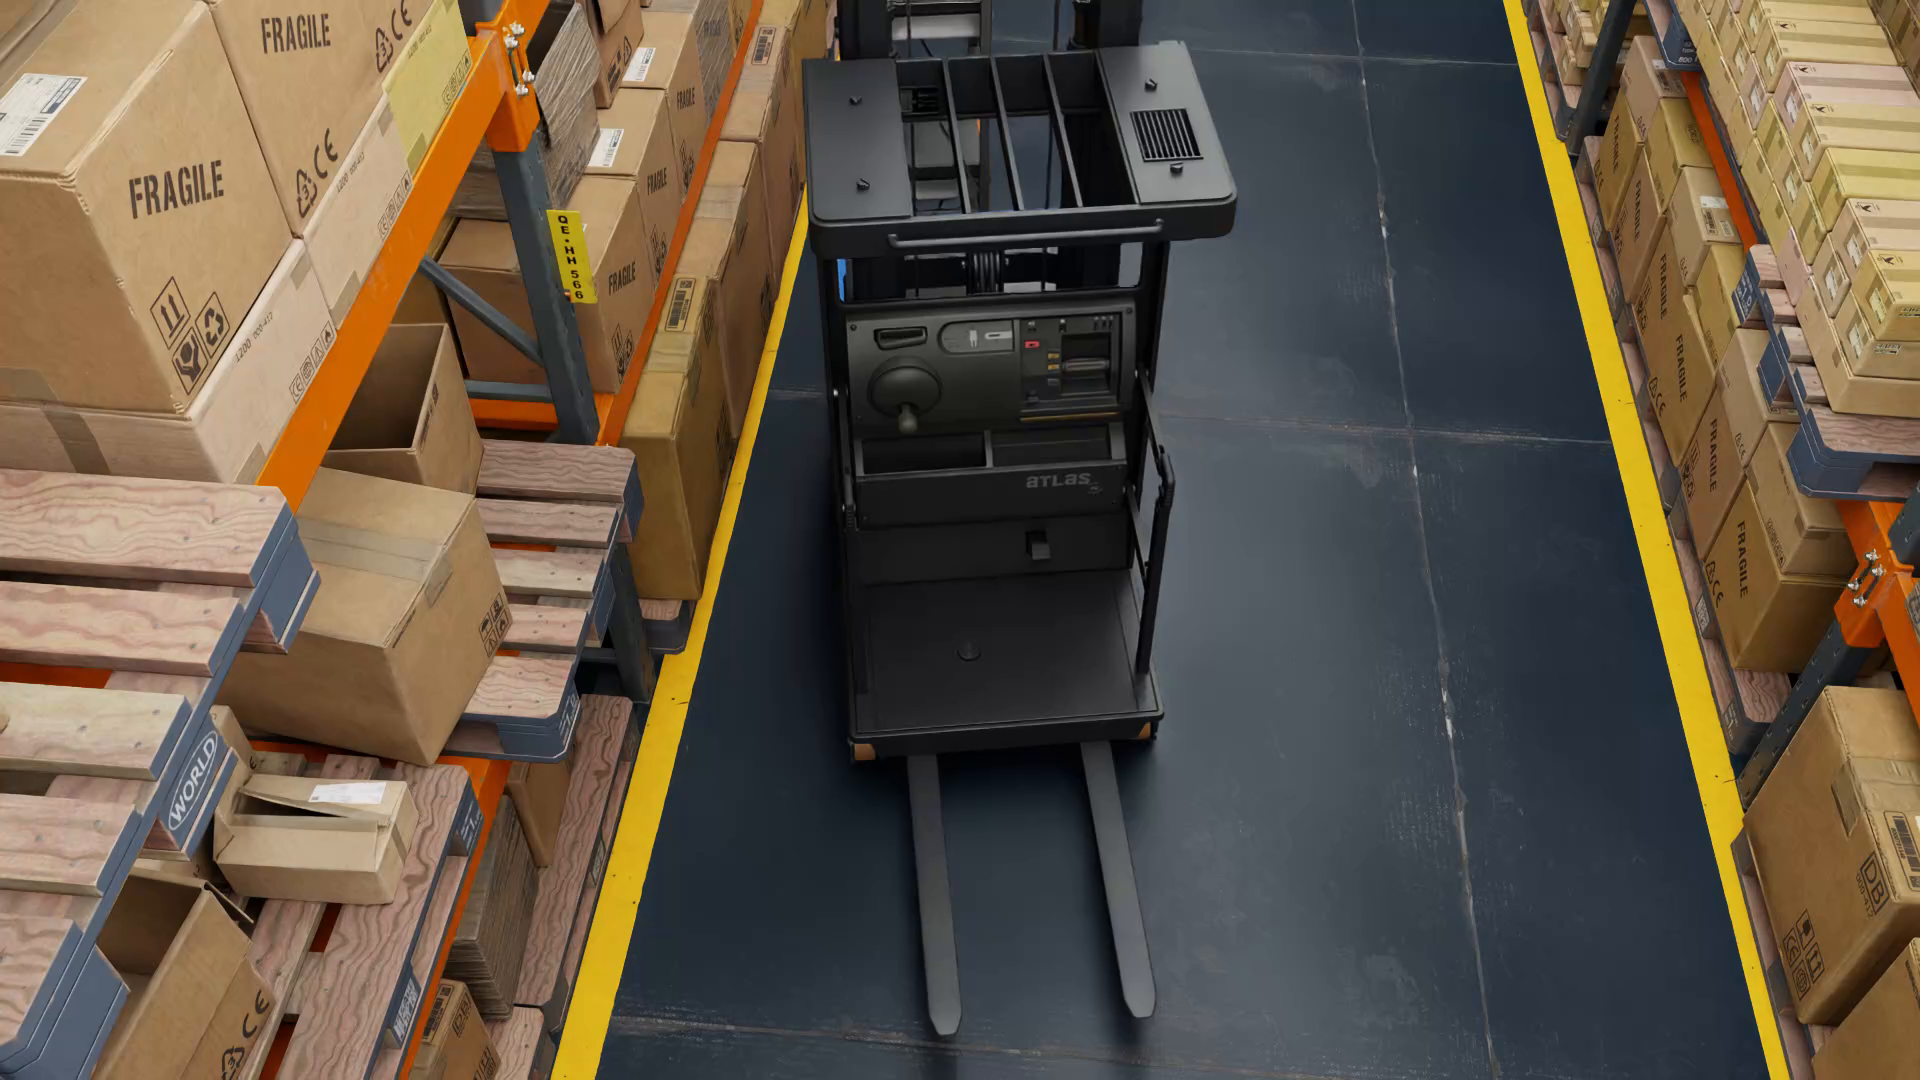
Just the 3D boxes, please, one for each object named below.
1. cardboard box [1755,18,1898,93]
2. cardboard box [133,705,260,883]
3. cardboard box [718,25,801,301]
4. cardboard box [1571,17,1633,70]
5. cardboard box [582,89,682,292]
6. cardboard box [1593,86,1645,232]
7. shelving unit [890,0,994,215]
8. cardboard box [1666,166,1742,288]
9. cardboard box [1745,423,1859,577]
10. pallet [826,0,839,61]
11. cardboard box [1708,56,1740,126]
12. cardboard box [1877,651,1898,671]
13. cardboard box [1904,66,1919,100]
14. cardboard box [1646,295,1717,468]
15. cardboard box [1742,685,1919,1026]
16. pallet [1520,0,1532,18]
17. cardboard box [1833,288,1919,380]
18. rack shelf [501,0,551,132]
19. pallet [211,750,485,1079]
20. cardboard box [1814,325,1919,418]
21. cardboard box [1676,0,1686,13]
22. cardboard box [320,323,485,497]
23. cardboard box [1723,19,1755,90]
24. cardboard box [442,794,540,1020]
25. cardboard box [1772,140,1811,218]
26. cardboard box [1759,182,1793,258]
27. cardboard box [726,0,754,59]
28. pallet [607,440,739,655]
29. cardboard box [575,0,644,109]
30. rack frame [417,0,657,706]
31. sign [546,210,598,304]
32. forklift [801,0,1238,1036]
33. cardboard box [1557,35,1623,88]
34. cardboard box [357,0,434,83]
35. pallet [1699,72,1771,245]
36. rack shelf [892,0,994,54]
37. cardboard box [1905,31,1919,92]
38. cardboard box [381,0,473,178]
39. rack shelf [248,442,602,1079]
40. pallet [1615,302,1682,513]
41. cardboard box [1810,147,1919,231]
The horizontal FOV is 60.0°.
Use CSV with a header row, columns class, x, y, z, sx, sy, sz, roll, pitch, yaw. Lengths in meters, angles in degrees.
class,x,y,z,sx,sy,sz,roll,pitch,yaw
cardboard box,2.988,-1.662,5.746,0.380,0.149,0.250,6,48,5
cardboard box,-2.032,0.654,3.962,0.500,0.250,0.500,3,48,2
cardboard box,-1.405,-1.707,7.460,1.225,0.875,0.875,2,48,2
cardboard box,3.356,-2.536,8.508,0.380,0.149,0.250,5,48,4
cardboard box,-1.291,-1.223,5.794,0.500,0.500,0.500,3,48,2
cardboard box,3.313,-1.776,7.777,0.500,0.500,0.500,6,48,5
shelving unit,-0.113,-1.476,6.703,0.431,2.100,0.503,-4,48,-4
cardboard box,3.217,-1.263,6.799,0.500,0.250,0.500,6,48,5
cardboard box,3.081,-0.135,5.768,0.500,0.250,0.500,3,48,3
pallet,-1.139,-3.023,9.398,1.003,0.211,1.213,4,48,4
cardboard box,3.010,-1.656,6.144,0.380,0.149,0.250,2,48,2
cardboard box,3.598,0.136,6.028,0.500,0.500,0.500,2,48,2
cardboard box,3.665,-1.601,6.093,0.380,0.149,0.250,2,48,2
cardboard box,3.162,-0.634,6.732,0.500,0.500,0.500,2,48,2
cardboard box,3.135,0.996,5.073,1.050,0.750,0.750,3,48,3
pallet,3.779,-3.457,9.794,1.003,0.211,1.213,4,48,4
cardboard box,2.871,-0.614,4.989,0.380,0.149,0.250,5,48,4
rack shelf,-1.468,-2.710,5.677,1.077,0.370,4.000,4,48,4
pallet,-1.790,1.051,3.912,1.003,0.211,1.213,4,48,4
cardboard box,2.867,-0.514,5.099,0.380,0.149,0.250,5,48,4
cardboard box,3.080,-2.229,6.668,0.380,0.149,0.250,4,48,4
cardboard box,-1.660,-0.247,4.617,0.500,0.500,0.500,-1,48,-1
cardboard box,3.010,-1.752,6.030,0.380,0.149,0.250,3,48,3
cardboard box,-1.729,1.126,5.109,0.700,0.500,0.500,0,48,0
cardboard box,2.939,-1.188,5.514,0.380,0.149,0.250,4,48,4
cardboard box,2.941,-1.068,5.606,0.380,0.149,0.250,3,48,3
cardboard box,-1.149,-2.335,6.811,0.500,0.500,0.500,3,48,3
pallet,-1.504,-0.104,6.728,1.003,0.211,1.213,4,48,4
cardboard box,-1.506,-1.858,5.695,0.797,0.503,0.637,5,48,4
rack frame,-1.650,-0.471,5.174,1.000,3.000,0.127,4,48,4
sign,-1.109,-0.806,4.749,0.100,0.325,0.005,4,48,4
forklift,0.125,-0.458,5.208,1.130,2.935,3.031,-4,48,-4
cardboard box,3.341,-2.493,8.671,0.380,0.149,0.250,4,48,4
cardboard box,-1.445,-1.319,3.510,0.500,0.500,0.500,5,48,5
pallet,3.419,-1.456,6.205,1.003,0.211,1.213,4,48,4
rack shelf,-0.113,-1.939,6.196,0.431,0.518,0.480,-4,48,-4
cardboard box,3.660,-1.707,5.989,0.380,0.149,0.250,5,48,5
cardboard box,-1.450,-1.067,3.788,0.500,0.250,0.500,4,48,4
rack shelf,-1.833,1.241,4.095,1.077,0.370,4.000,4,48,4
pallet,3.466,-0.591,7.173,1.003,0.211,1.213,4,48,4
cardboard box,2.917,-1.089,5.222,0.380,0.149,0.250,5,48,5
